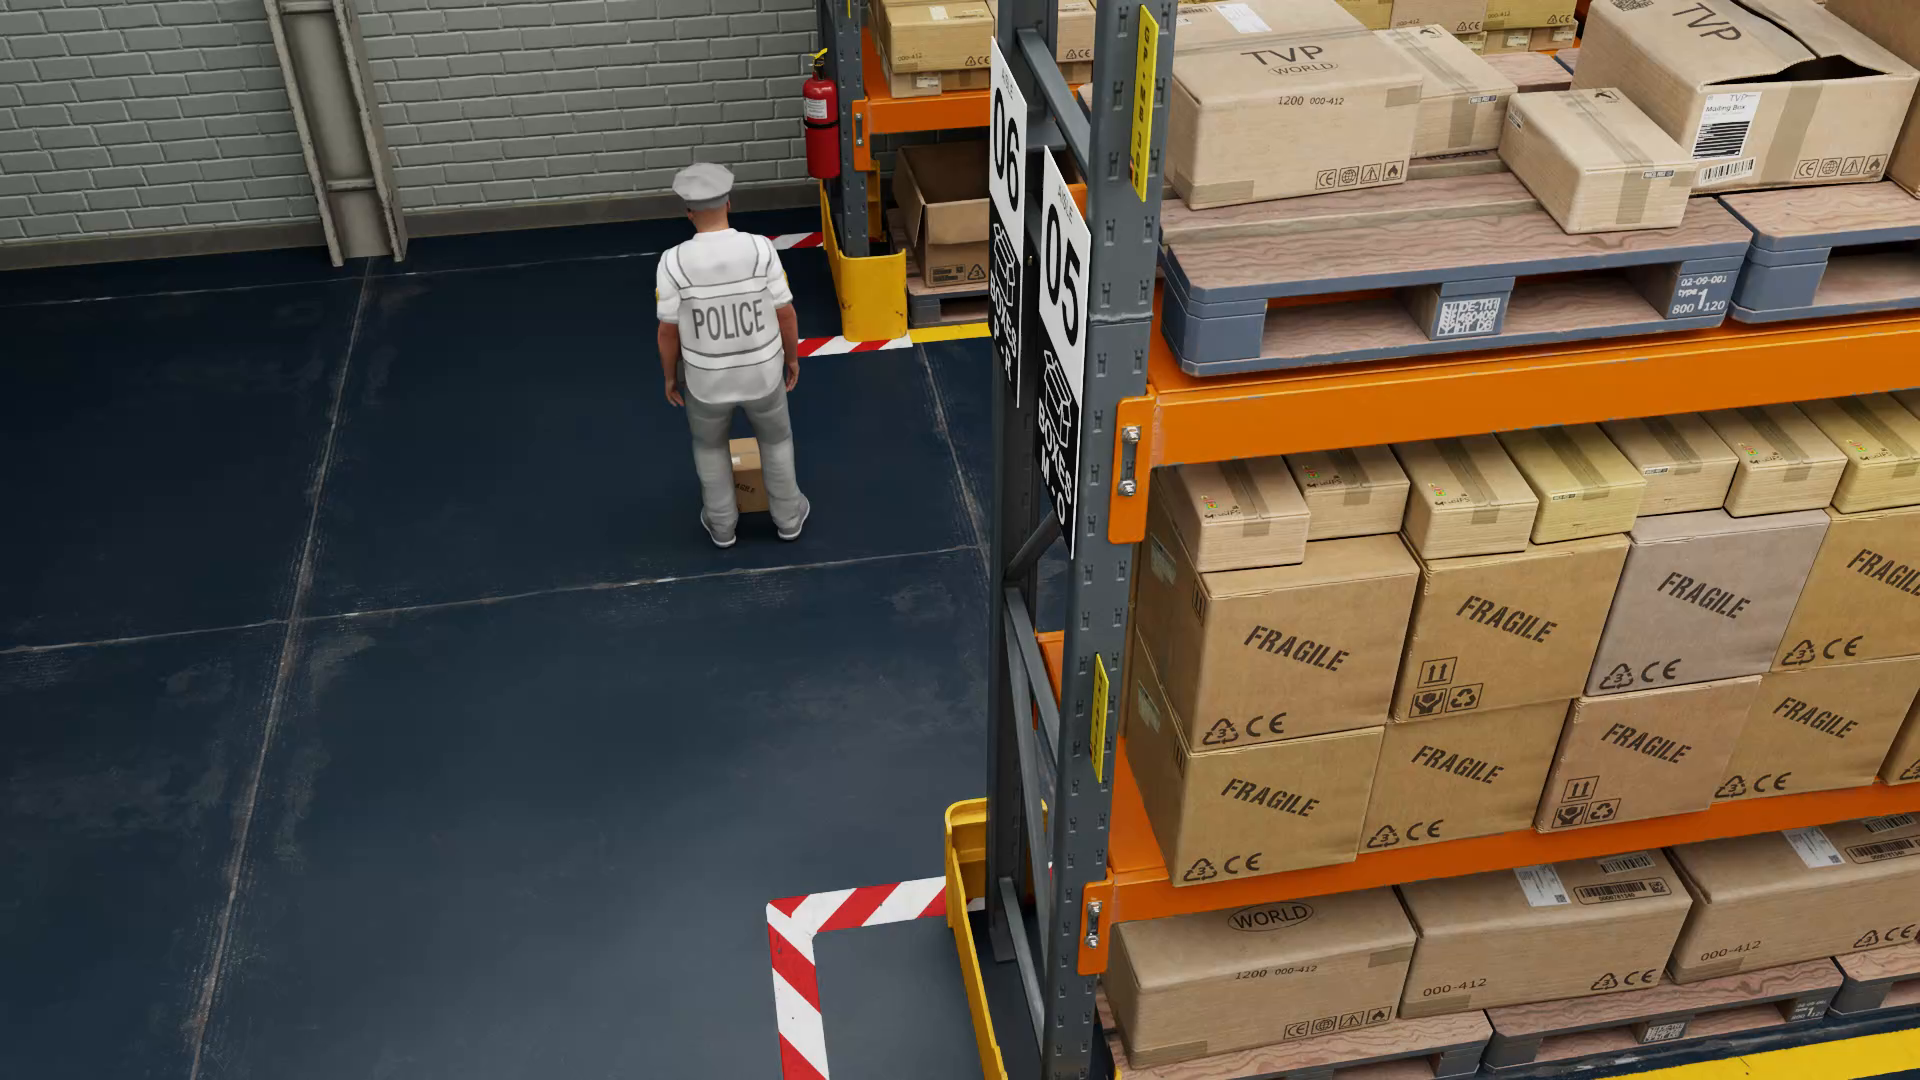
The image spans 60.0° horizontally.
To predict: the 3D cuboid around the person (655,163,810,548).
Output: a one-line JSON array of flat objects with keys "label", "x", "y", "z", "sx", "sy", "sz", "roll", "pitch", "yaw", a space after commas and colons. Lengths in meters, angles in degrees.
[{"label": "person", "x": -0.964, "y": -0.720, "z": 7.056, "sx": 0.596, "sy": 1.747, "sz": 0.449, "roll": -8, "pitch": 39, "yaw": -10}]
